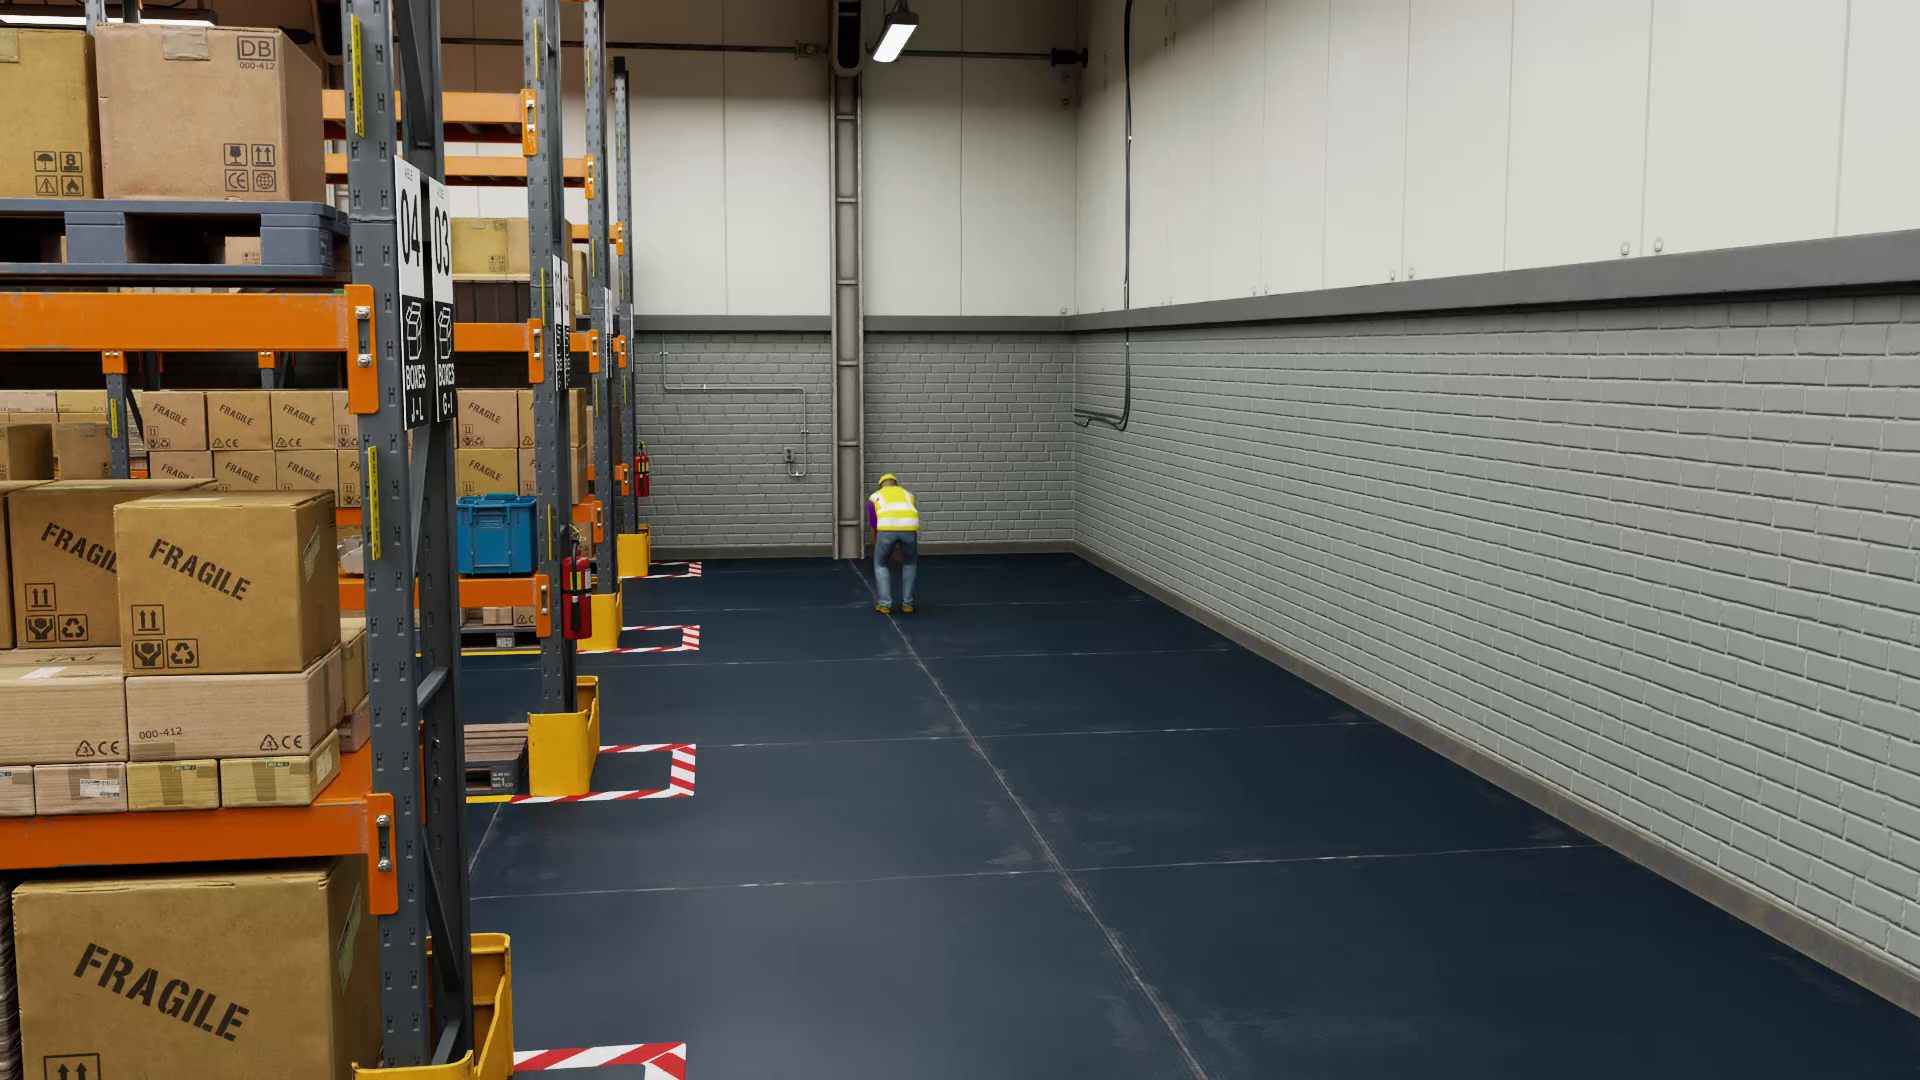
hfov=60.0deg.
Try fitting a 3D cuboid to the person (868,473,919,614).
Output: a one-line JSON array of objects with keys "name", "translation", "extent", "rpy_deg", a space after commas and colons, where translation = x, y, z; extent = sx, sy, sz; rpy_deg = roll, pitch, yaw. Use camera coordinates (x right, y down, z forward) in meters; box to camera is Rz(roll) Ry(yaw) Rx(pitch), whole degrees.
[{"name": "person", "translation": [-0.689, 0.025, 17.108], "extent": [0.490, 1.376, 0.898], "rpy_deg": [-1, 7, -11]}]
